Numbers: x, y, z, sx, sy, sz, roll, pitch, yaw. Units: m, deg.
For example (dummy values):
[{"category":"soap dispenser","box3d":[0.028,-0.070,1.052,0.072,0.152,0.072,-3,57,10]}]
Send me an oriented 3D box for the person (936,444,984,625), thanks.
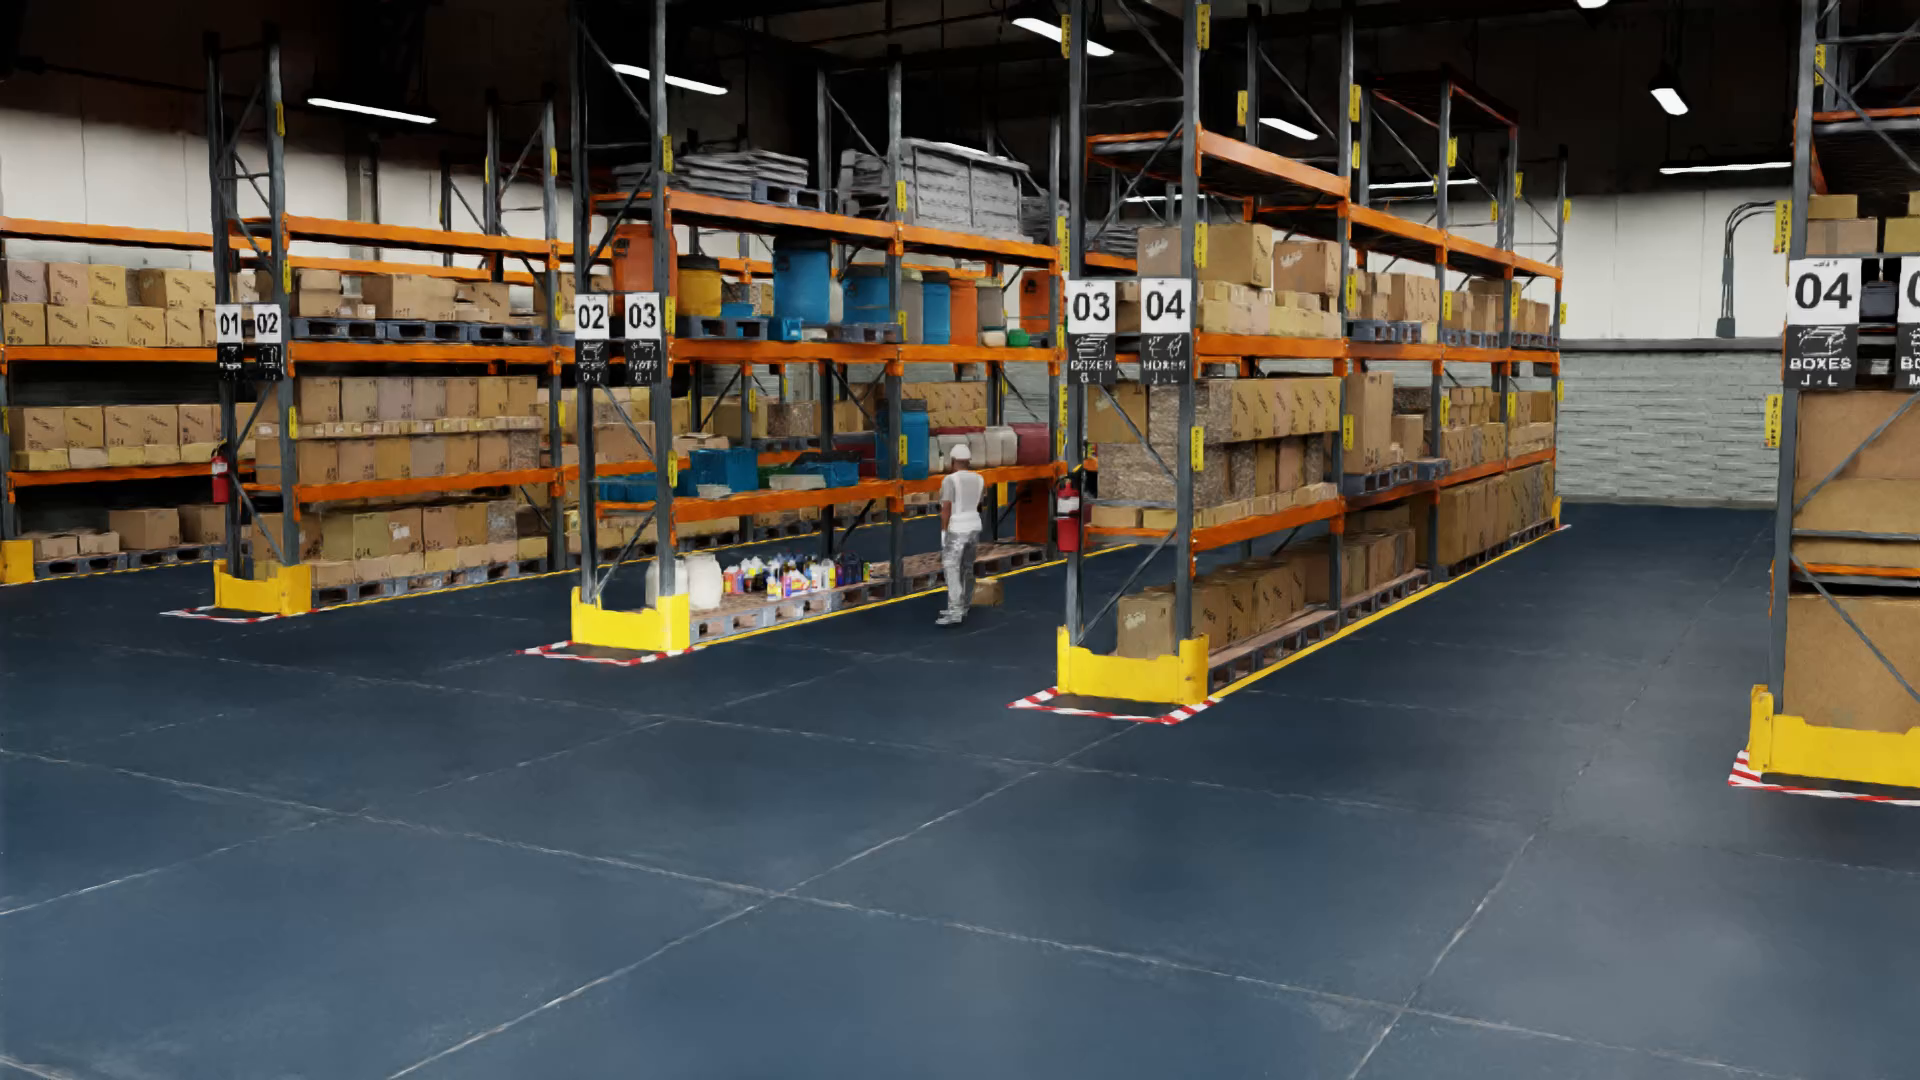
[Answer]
[{"category":"person","box3d":[-0.040,-0.067,16.633,0.568,1.779,0.660,5,8,41]}]
